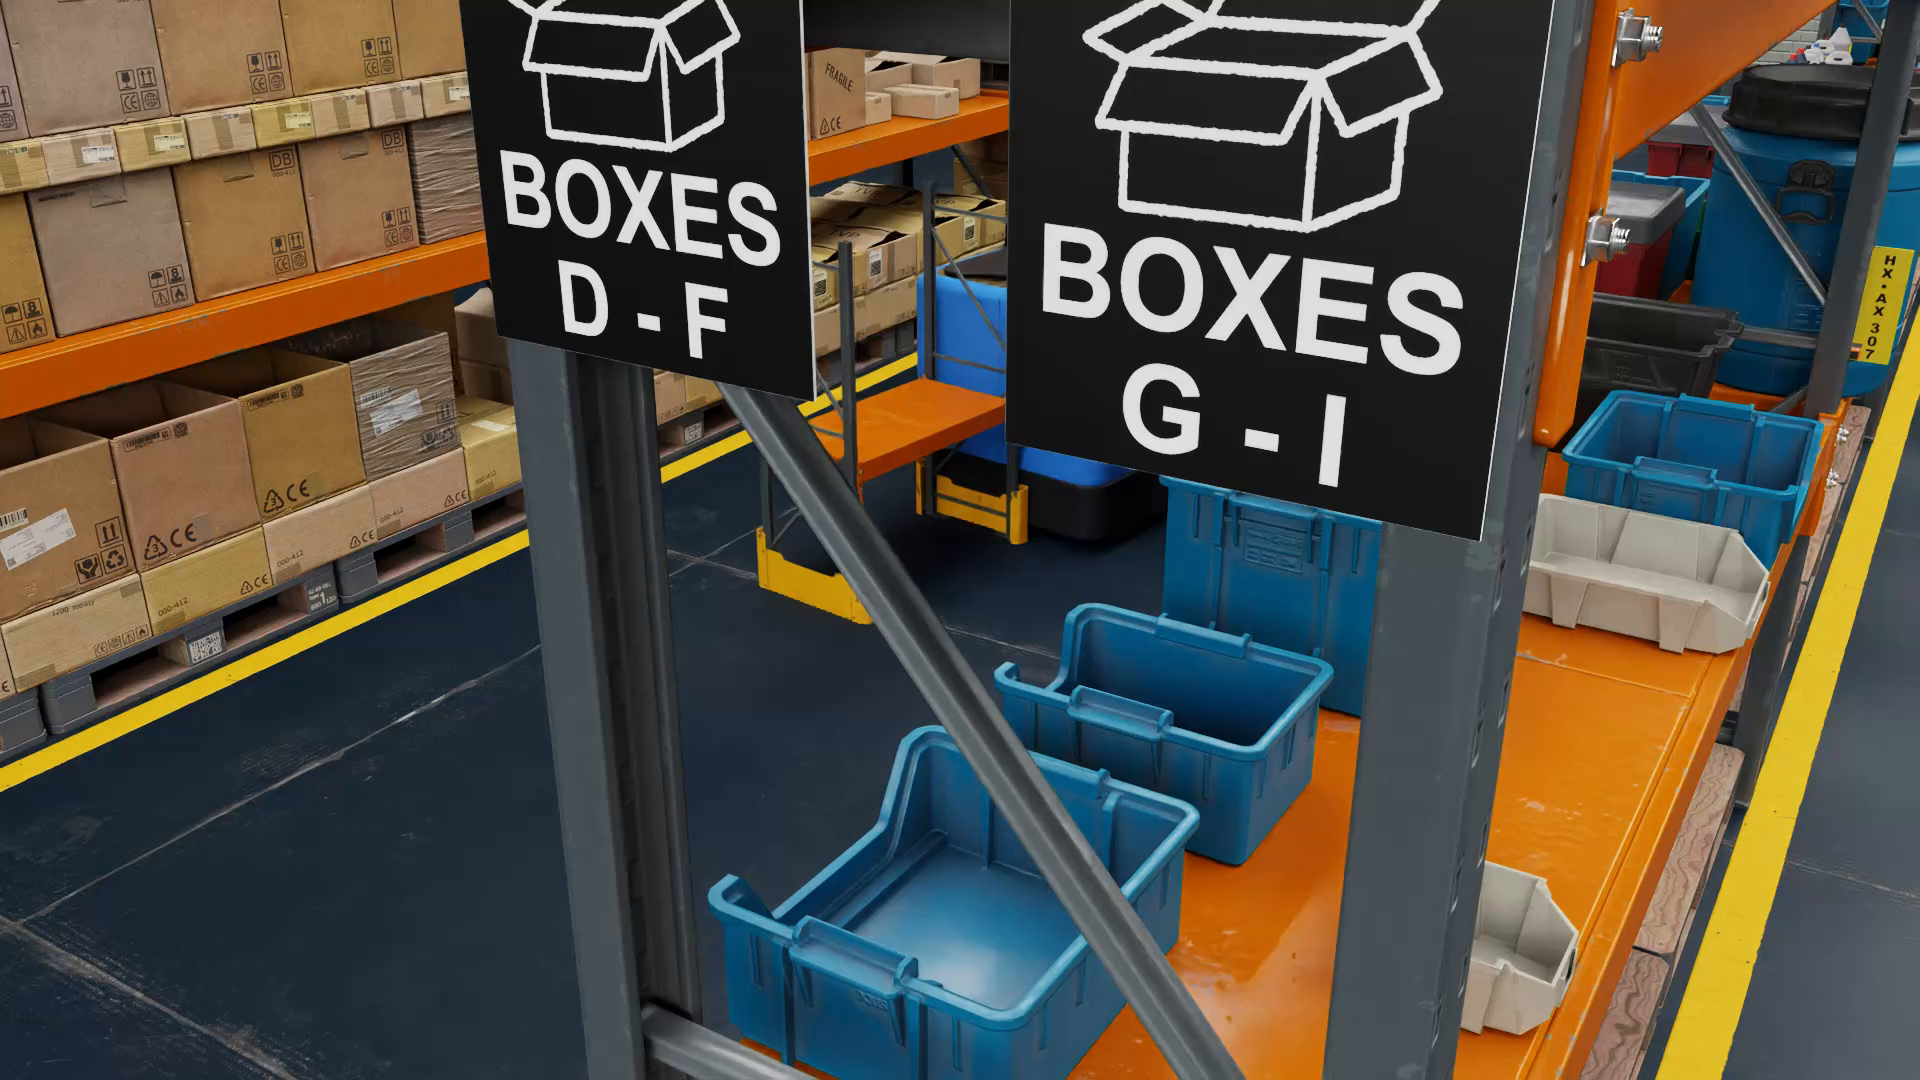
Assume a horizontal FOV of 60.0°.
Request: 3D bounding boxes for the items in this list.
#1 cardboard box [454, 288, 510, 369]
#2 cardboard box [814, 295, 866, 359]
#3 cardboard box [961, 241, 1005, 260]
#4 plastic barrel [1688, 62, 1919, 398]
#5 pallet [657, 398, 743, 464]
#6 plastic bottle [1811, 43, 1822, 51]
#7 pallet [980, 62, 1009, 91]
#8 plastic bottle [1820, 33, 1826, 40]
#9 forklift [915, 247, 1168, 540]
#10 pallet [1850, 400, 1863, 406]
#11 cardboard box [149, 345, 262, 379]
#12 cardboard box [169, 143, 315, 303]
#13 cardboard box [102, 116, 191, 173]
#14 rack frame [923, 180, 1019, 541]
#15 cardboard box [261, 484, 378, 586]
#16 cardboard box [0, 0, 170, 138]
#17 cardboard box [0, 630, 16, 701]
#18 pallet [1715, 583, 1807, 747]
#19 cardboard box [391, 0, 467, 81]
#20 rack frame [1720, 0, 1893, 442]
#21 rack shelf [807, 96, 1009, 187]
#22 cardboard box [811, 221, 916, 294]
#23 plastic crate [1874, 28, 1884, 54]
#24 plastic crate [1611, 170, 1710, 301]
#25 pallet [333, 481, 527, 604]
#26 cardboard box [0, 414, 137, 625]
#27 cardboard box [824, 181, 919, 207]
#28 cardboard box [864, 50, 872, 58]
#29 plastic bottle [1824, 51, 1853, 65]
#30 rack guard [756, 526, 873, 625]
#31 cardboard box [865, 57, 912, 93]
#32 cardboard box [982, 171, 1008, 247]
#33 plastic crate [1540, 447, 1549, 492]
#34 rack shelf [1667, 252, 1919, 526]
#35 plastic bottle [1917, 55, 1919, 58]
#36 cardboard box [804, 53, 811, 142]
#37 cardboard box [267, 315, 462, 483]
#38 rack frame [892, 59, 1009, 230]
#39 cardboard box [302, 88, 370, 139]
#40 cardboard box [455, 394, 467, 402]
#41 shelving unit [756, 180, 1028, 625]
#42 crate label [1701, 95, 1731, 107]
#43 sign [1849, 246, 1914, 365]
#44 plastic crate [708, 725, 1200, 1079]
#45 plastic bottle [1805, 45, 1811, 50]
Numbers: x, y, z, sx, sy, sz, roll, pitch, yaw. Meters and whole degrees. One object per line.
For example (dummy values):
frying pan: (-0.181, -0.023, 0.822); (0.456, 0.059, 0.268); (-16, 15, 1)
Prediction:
cardboard box: (-2.131, -1.069, 8.170); (0.500, 0.311, 0.500); (14, 27, 29)
cardboard box: (-0.867, -1.218, 9.220); (0.500, 0.250, 0.500); (14, 27, 30)
cardboard box: (-0.062, -1.736, 10.417); (0.500, 0.250, 0.500); (15, 27, 30)
plastic barrel: (2.566, -0.941, 5.018); (0.600, 0.901, 0.708); (14, 27, 29)
pallet: (-1.746, -0.661, 8.511); (1.003, 0.211, 1.213); (14, 27, 29)
plastic bottle: (5.479, -3.052, 10.687); (0.097, 0.271, 0.097); (0, 23, 0)
pallet: (0.306, -3.189, 11.083); (1.213, 0.211, 1.003); (14, 27, 29)
plastic bottle: (5.698, -3.212, 11.040); (0.061, 0.283, 0.133); (14, 27, 29)
forklift: (1.114, -1.859, 7.854); (1.130, 2.935, 3.031); (18, 29, 35)
pallet: (4.595, -0.990, 9.270); (1.003, 0.211, 1.213); (14, 27, 29)
cardboard box: (-3.139, -0.530, 6.688); (0.500, 0.500, 0.500); (14, 27, 29)
cardboard box: (-2.871, -1.231, 6.191); (0.700, 0.500, 0.500); (14, 27, 30)
cardboard box: (-2.872, -1.372, 5.701); (0.380, 0.149, 0.250); (15, 28, 31)
rack frame: (0.048, -0.747, 7.089); (0.500, 1.500, 0.032); (18, 29, 35)
cardboard box: (-2.684, -0.074, 6.577); (0.500, 0.250, 0.500); (14, 27, 29)
cardboard box: (-3.124, -1.666, 5.563); (0.700, 0.500, 0.500); (14, 27, 29)
cardboard box: (-3.479, 0.432, 5.410); (0.500, 0.250, 0.500); (14, 27, 29)
pallet: (2.486, 0.362, 6.148); (1.003, 0.211, 1.213); (14, 27, 29)
cardboard box: (-2.330, -2.174, 6.737); (0.700, 0.500, 0.500); (14, 27, 29)
rack frame: (4.215, -1.994, 8.082); (1.000, 3.000, 0.127); (14, 27, 29)
rack shelf: (-1.047, -2.029, 9.066); (1.077, 0.370, 4.000); (14, 27, 29)
cardboard box: (-0.596, -1.647, 9.506); (0.500, 0.311, 0.500); (14, 27, 29)
plastic crate: (6.687, -3.680, 12.246); (0.437, 0.125, 0.590); (14, 27, 29)
plastic crate: (2.422, -1.075, 5.977); (0.392, 0.384, 0.575); (14, 27, 29)
pallet: (-2.557, -0.144, 7.318); (1.003, 0.211, 1.213); (14, 27, 29)
cardboard box: (-3.225, -0.084, 5.656); (0.500, 0.500, 0.500); (14, 27, 29)
cardboard box: (-0.517, -2.107, 10.567); (0.500, 0.311, 0.500); (15, 28, 31)
cardboard box: (-1.343, -4.866, 17.333); (0.700, 0.500, 0.500); (14, 27, 28)
plastic bottle: (5.398, -2.867, 10.253); (0.152, 0.276, 0.135); (14, 27, 29)
rack guard: (-0.576, 0.135, 6.624); (0.587, 0.250, 0.087); (18, 29, 35)
cardboard box: (-0.628, -2.732, 9.896); (0.500, 0.311, 0.500); (14, 27, 28)
cardboard box: (0.491, -2.182, 11.108); (0.500, 0.500, 0.500); (15, 28, 31)
plastic crate: (1.149, -0.148, 4.083); (0.450, 0.188, 0.662); (14, 27, 29)
rack shelf: (3.160, -0.989, 6.665); (1.077, 0.370, 4.000); (14, 27, 29)
plastic bottle: (5.817, -2.811, 10.130); (0.097, 0.271, 0.097); (0, 23, 0)
cardboard box: (-1.140, -2.332, 8.736); (0.500, 0.500, 0.500); (14, 27, 29)
cardboard box: (-2.434, -0.590, 6.826); (0.500, 0.500, 0.500); (14, 27, 29)
rack frame: (0.008, -3.034, 10.482); (1.000, 3.000, 0.127); (14, 27, 29)
cardboard box: (-2.469, -1.630, 6.297); (0.380, 0.149, 0.250); (14, 27, 29)
cardboard box: (-2.604, -0.522, 7.612); (0.500, 0.250, 0.500); (14, 27, 29)
shelving unit: (-0.264, -0.593, 6.732); (0.587, 1.500, 1.083); (18, 29, 35)
crate label: (3.461, -1.732, 7.431); (0.502, 0.435, 0.616); (14, 27, 29)
sign: (2.566, -0.652, 4.633); (0.100, 0.325, 0.005); (14, 27, 29)
plastic crate: (0.005, 0.542, 2.409); (0.499, 0.251, 0.616); (14, 27, 29)
plastic bottle: (5.300, -2.957, 10.451); (0.061, 0.283, 0.133); (14, 27, 29)
